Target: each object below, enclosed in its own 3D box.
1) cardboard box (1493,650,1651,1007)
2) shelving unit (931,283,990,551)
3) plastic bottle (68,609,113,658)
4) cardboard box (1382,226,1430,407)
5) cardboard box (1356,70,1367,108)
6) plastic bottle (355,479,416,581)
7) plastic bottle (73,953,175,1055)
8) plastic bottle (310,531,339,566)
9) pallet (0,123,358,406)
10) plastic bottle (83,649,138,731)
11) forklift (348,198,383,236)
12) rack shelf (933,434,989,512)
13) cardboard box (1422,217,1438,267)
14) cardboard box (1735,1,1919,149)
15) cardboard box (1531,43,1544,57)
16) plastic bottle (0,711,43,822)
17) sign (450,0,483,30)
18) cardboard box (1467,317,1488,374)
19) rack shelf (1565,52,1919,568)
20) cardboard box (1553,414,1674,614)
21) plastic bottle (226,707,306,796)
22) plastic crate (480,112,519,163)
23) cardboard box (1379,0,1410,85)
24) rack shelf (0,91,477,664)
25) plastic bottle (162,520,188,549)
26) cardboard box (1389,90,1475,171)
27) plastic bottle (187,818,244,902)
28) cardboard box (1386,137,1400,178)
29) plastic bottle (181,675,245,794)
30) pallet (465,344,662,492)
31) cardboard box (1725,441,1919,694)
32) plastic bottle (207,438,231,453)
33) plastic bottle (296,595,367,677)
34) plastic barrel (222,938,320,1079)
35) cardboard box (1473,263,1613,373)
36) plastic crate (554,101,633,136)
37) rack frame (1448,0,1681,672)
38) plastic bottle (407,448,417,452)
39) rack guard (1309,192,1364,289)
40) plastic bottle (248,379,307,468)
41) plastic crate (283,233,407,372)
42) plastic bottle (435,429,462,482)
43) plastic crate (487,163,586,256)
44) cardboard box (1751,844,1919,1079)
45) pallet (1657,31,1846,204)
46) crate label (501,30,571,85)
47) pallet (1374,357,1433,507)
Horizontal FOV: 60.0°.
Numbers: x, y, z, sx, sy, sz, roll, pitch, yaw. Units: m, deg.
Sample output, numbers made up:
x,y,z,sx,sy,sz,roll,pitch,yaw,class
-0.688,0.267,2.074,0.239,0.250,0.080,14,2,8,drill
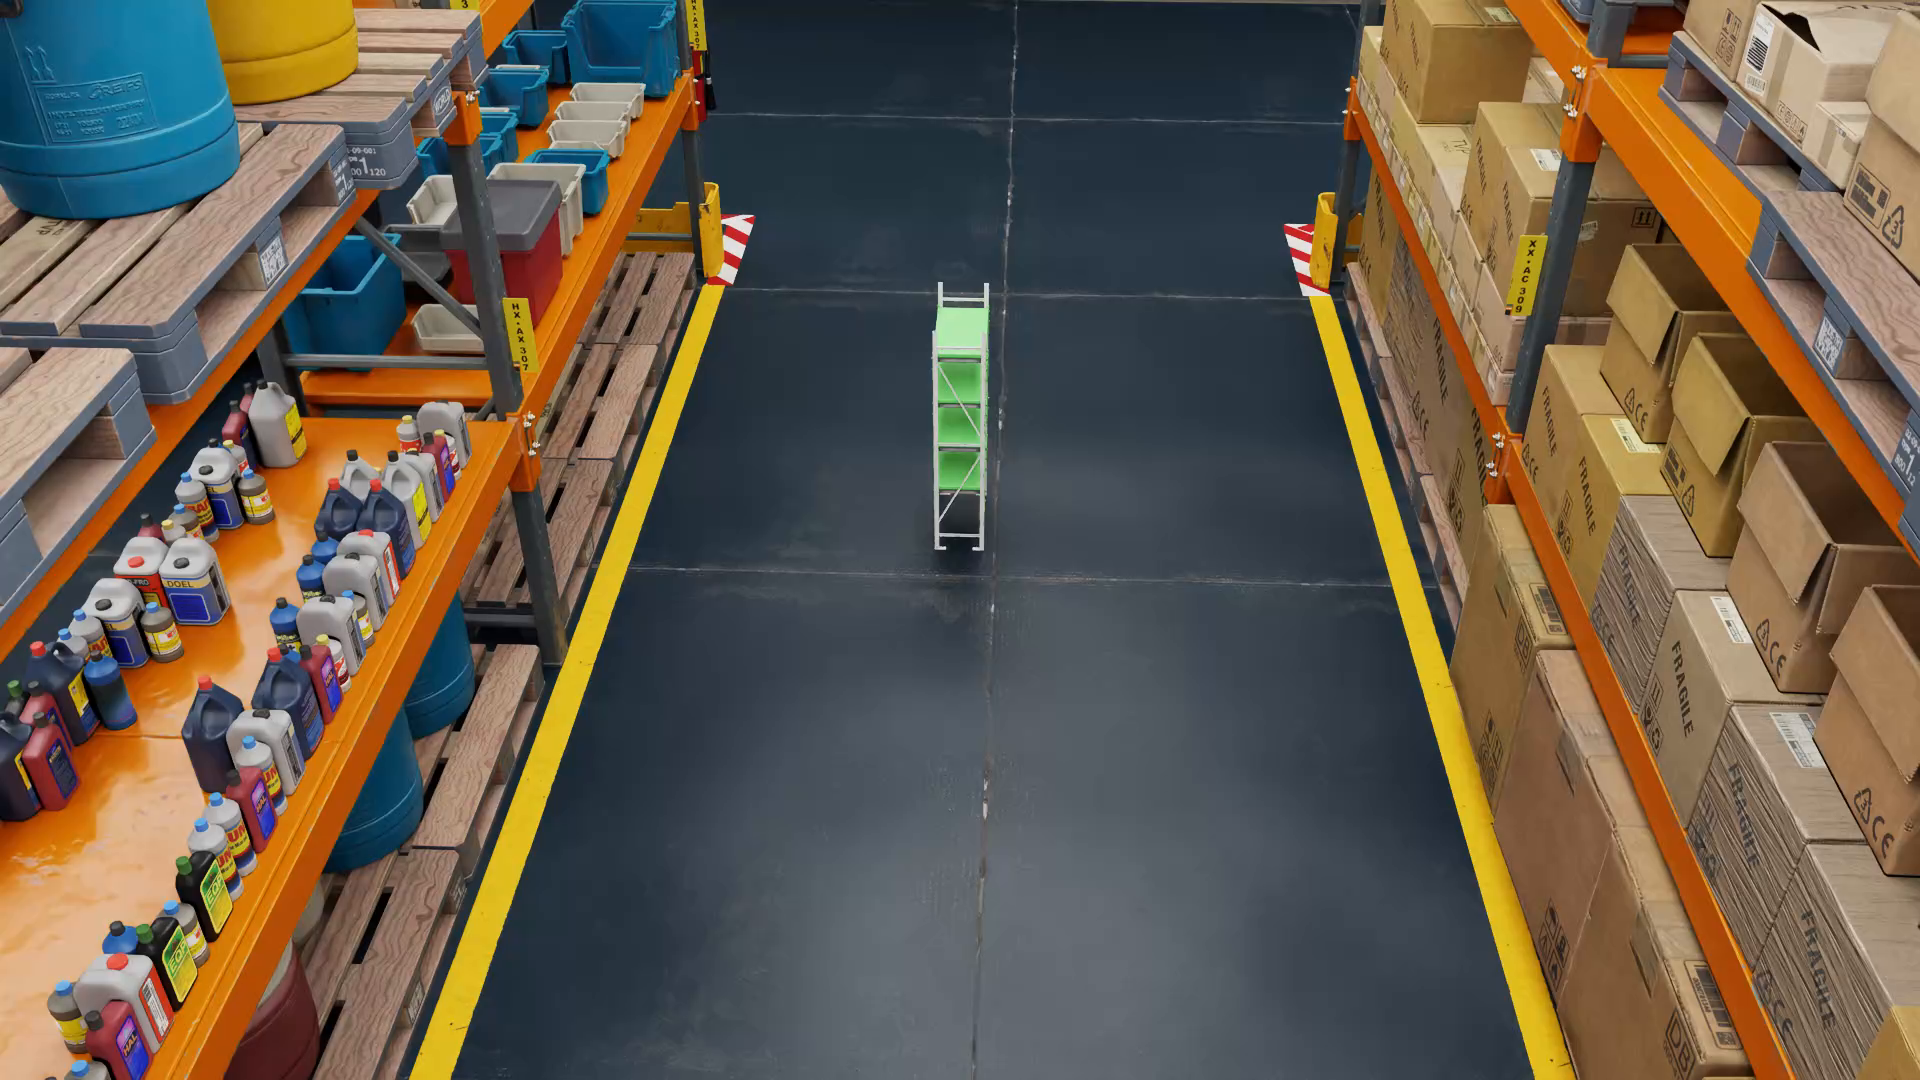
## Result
x,y,z,sx,sy,sz,roll,pitch,yaw,class
2.632,0.989,5.716,1.225,0.875,0.875,0,35,0,cardboard box
0.007,-0.586,8.040,0.258,1.200,0.503,1,35,2,shelving unit
-2.754,0.337,5.274,0.097,0.271,0.097,0,35,0,plastic bottle
2.851,-1.298,8.971,0.875,0.875,0.875,1,35,2,cardboard box
2.489,-2.589,9.543,0.380,0.149,0.250,2,35,2,cardboard box
-1.994,-0.042,5.744,0.144,0.351,0.185,1,35,2,plastic bottle
-2.078,1.138,4.130,0.152,0.276,0.135,1,35,2,plastic bottle
-2.129,0.090,5.626,0.097,0.271,0.097,0,35,0,plastic bottle
-2.253,-0.750,4.264,1.003,0.211,1.213,1,35,2,pallet
-2.618,0.452,5.110,0.097,0.271,0.097,0,35,0,plastic bottle
-4.499,-2.469,9.214,1.130,2.935,3.031,2,35,3,forklift
0.007,-0.337,8.215,0.258,0.148,0.480,1,35,2,rack shelf
2.409,-1.408,7.863,0.380,0.149,0.250,1,35,1,cardboard box
2.539,-1.324,4.629,0.500,0.311,0.500,0,35,0,cardboard box
3.076,-2.969,9.086,0.500,0.500,0.500,2,35,2,cardboard box
-2.753,0.625,4.795,0.144,0.351,0.185,1,35,2,plastic bottle
-1.727,-1.921,5.759,0.100,0.325,0.005,1,35,2,sign
2.368,-0.818,7.024,0.380,0.149,0.250,2,35,3,cardboard box
2.592,-0.374,4.190,1.077,0.370,4.000,1,35,2,rack shelf
2.385,-0.083,5.673,0.500,0.500,0.500,1,35,2,cardboard box
-2.041,0.607,4.886,0.152,0.276,0.135,1,35,2,plastic bottle
-2.507,-2.068,8.677,0.416,0.233,0.300,1,35,2,plastic crate
2.524,-2.698,8.700,0.500,0.500,0.500,1,35,1,cardboard box
-2.357,-0.488,4.353,1.077,0.370,4.000,1,35,2,rack shelf
-2.730,0.022,5.782,0.097,0.201,0.097,0,35,0,plastic bottle
2.506,-2.091,8.489,0.500,0.250,0.500,0,35,0,cardboard box
-2.031,0.864,4.523,0.097,0.271,0.097,0,35,0,plastic bottle
2.450,-1.998,8.703,0.380,0.149,0.250,1,35,1,cardboard box
-2.188,0.558,4.890,0.144,0.351,0.185,1,35,2,plastic bottle
-2.239,-0.690,9.048,1.003,0.211,1.213,1,35,2,pallet
2.607,0.077,4.572,0.797,0.503,0.637,2,35,3,cardboard box
-2.713,-0.252,6.111,0.097,0.271,0.097,0,35,0,plastic bottle
-2.019,0.291,5.336,0.152,0.276,0.135,1,35,2,plastic bottle
-2.389,1.478,5.270,0.600,0.588,0.708,1,35,2,plastic barrel
2.428,-0.910,6.808,0.500,0.250,0.500,1,35,1,cardboard box
-1.993,-2.280,9.063,0.396,0.136,0.243,1,35,2,plastic crate
2.673,-0.590,6.481,1.000,3.000,0.127,1,35,2,rack frame
-2.012,-0.247,6.165,0.097,0.201,0.097,0,35,0,plastic bottle
2.834,-1.879,10.489,1.175,0.500,0.348,1,35,2,rack guard
-2.616,-0.466,6.347,0.144,0.351,0.185,1,35,2,plastic bottle
-2.598,-0.998,7.024,0.392,0.384,0.575,1,35,2,plastic crate
-1.946,-0.322,6.272,0.097,0.201,0.097,0,35,0,plastic bottle
-2.031,-1.553,7.902,0.437,0.282,0.530,1,35,2,plastic crate
2.310,1.092,4.001,0.500,0.500,0.500,1,35,1,cardboard box
2.685,-1.211,4.922,0.805,0.209,1.217,0,35,0,pallet
-2.454,-2.824,9.753,0.416,0.233,0.303,1,35,2,crate label
2.828,-0.587,8.901,1.003,0.211,1.213,1,35,2,pallet
